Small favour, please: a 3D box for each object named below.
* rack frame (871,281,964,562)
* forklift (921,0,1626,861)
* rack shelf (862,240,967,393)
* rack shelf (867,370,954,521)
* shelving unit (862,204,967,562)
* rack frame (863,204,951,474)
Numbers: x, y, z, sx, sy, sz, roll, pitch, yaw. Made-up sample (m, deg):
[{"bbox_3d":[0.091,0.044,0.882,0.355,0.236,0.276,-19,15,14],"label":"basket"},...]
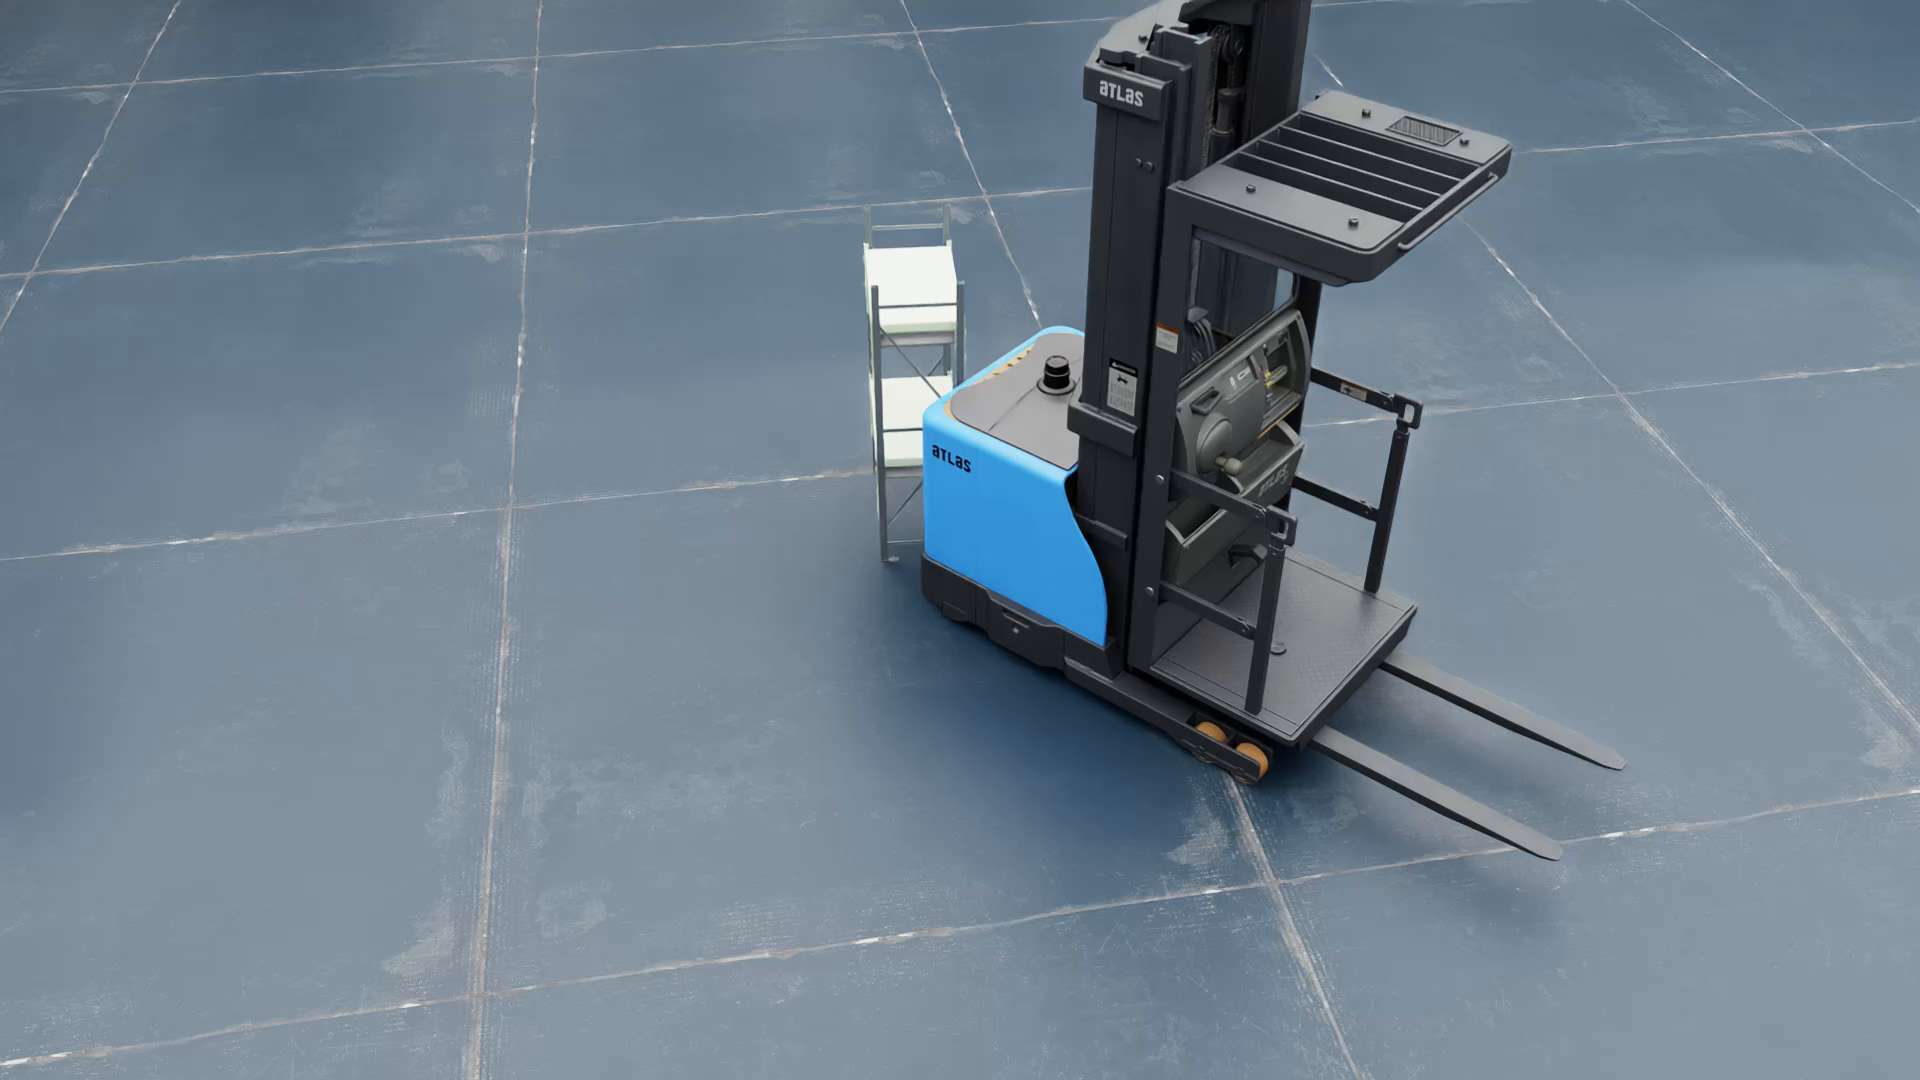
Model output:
[{"bbox_3d":[-0.182,-0.502,7.573,0.400,1.500,0.023,-3,38,-4],"label":"rack frame"},{"bbox_3d":[1.282,-0.523,6.434,3.031,2.935,1.130,27,45,30],"label":"forklift"},{"bbox_3d":[-0.214,-1.033,7.622,0.431,0.370,0.720,-3,38,-4],"label":"rack shelf"},{"bbox_3d":[-0.214,-0.468,8.061,0.431,0.370,0.720,-3,38,-4],"label":"rack shelf"},{"bbox_3d":[-0.214,-0.725,7.861,0.431,1.500,0.755,-3,38,-4],"label":"shelving unit"},{"bbox_3d":[-0.246,-0.949,8.149,0.400,1.500,0.023,-3,38,-4],"label":"rack frame"}]
